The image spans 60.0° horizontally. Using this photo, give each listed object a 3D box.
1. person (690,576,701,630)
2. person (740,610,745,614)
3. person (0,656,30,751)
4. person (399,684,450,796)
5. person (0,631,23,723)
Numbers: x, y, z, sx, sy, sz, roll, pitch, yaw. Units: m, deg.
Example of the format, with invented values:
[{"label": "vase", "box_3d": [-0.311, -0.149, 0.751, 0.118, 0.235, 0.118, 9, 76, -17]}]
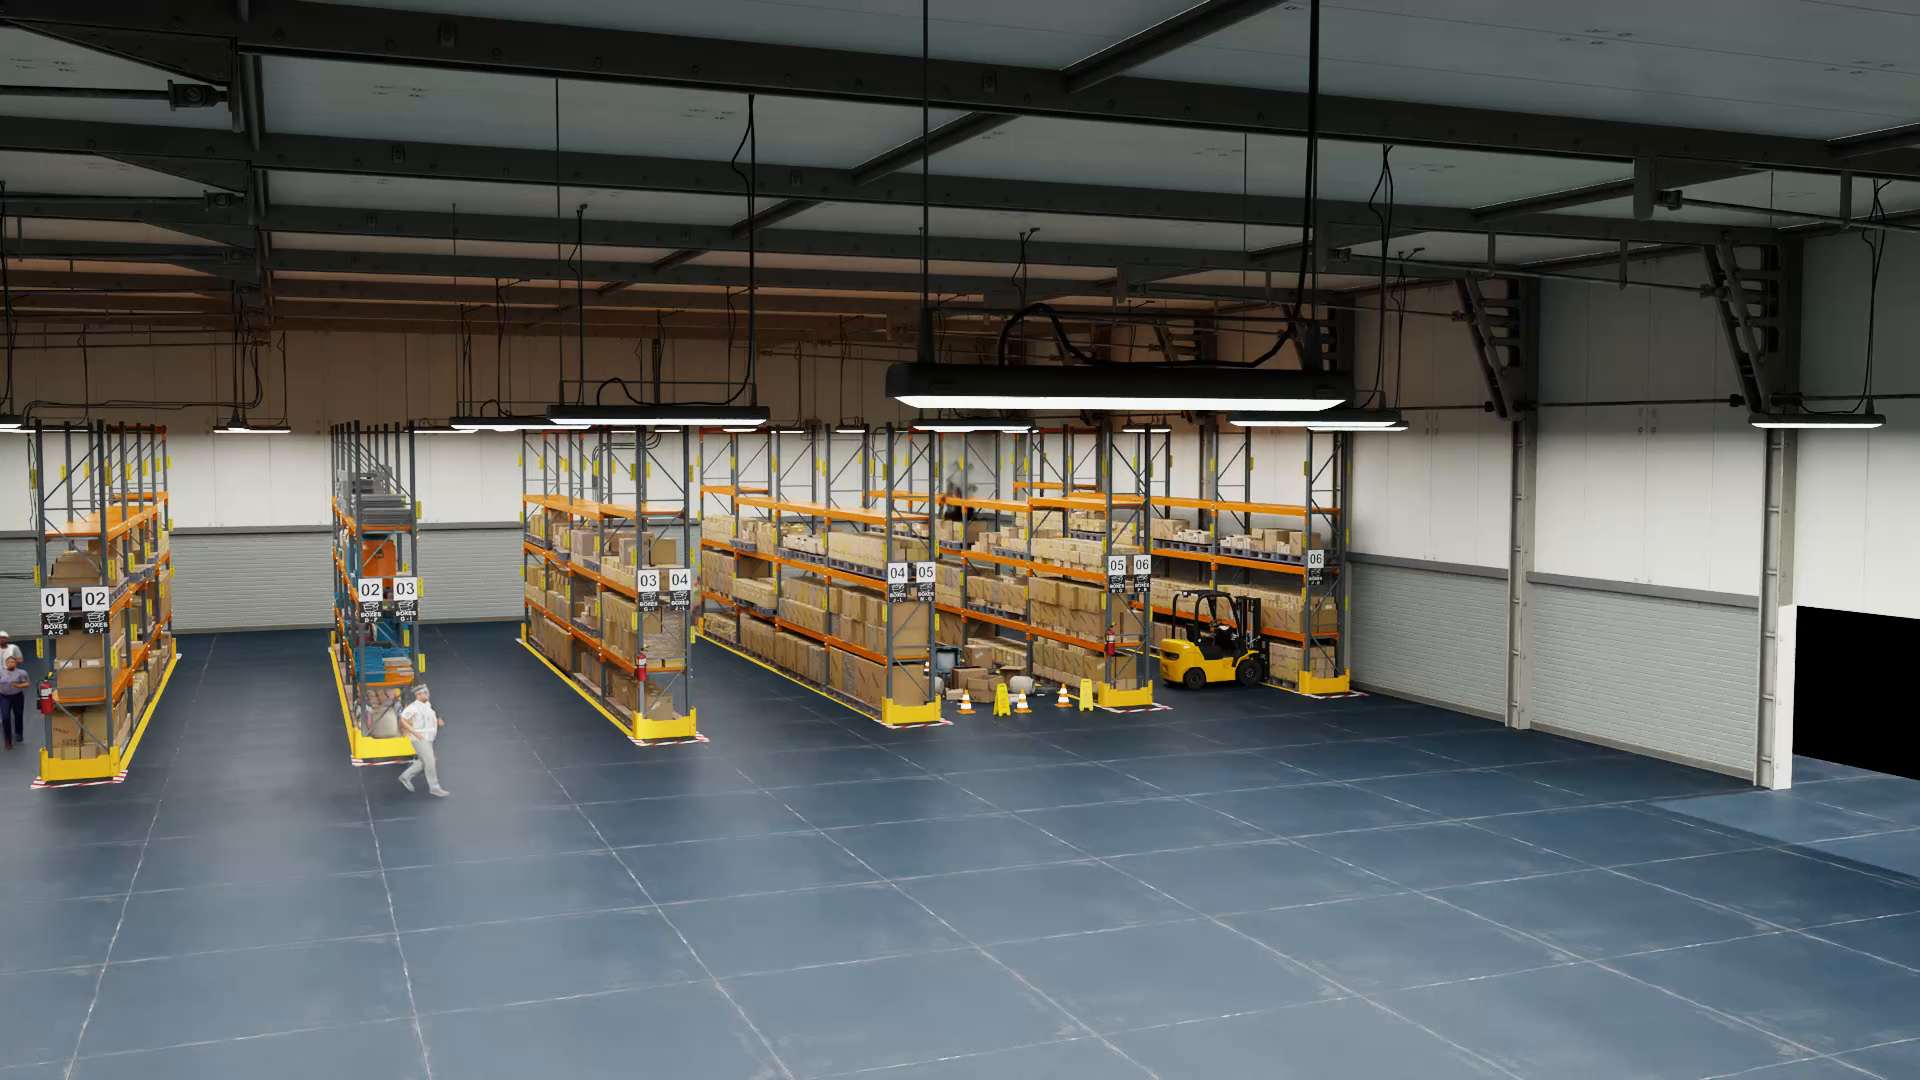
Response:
[{"label": "person", "box_3d": [-7.776, 1.865, 48.779, 0.578, 1.619, 0.640, -3, 5, -39]}, {"label": "person", "box_3d": [-6.301, 1.805, 49.379, 0.834, 1.702, 0.683, 2, 4, 30]}, {"label": "person", "box_3d": [-17.459, 2.982, 30.650, 0.580, 1.681, 0.838, -2, 4, -28]}, {"label": "person", "box_3d": [-8.545, 3.167, 26.426, 0.894, 1.782, 0.663, 0, 4, 5]}, {"label": "person", "box_3d": [-19.162, 2.718, 33.347, 0.674, 1.786, 0.901, -2, 4, -25]}]
